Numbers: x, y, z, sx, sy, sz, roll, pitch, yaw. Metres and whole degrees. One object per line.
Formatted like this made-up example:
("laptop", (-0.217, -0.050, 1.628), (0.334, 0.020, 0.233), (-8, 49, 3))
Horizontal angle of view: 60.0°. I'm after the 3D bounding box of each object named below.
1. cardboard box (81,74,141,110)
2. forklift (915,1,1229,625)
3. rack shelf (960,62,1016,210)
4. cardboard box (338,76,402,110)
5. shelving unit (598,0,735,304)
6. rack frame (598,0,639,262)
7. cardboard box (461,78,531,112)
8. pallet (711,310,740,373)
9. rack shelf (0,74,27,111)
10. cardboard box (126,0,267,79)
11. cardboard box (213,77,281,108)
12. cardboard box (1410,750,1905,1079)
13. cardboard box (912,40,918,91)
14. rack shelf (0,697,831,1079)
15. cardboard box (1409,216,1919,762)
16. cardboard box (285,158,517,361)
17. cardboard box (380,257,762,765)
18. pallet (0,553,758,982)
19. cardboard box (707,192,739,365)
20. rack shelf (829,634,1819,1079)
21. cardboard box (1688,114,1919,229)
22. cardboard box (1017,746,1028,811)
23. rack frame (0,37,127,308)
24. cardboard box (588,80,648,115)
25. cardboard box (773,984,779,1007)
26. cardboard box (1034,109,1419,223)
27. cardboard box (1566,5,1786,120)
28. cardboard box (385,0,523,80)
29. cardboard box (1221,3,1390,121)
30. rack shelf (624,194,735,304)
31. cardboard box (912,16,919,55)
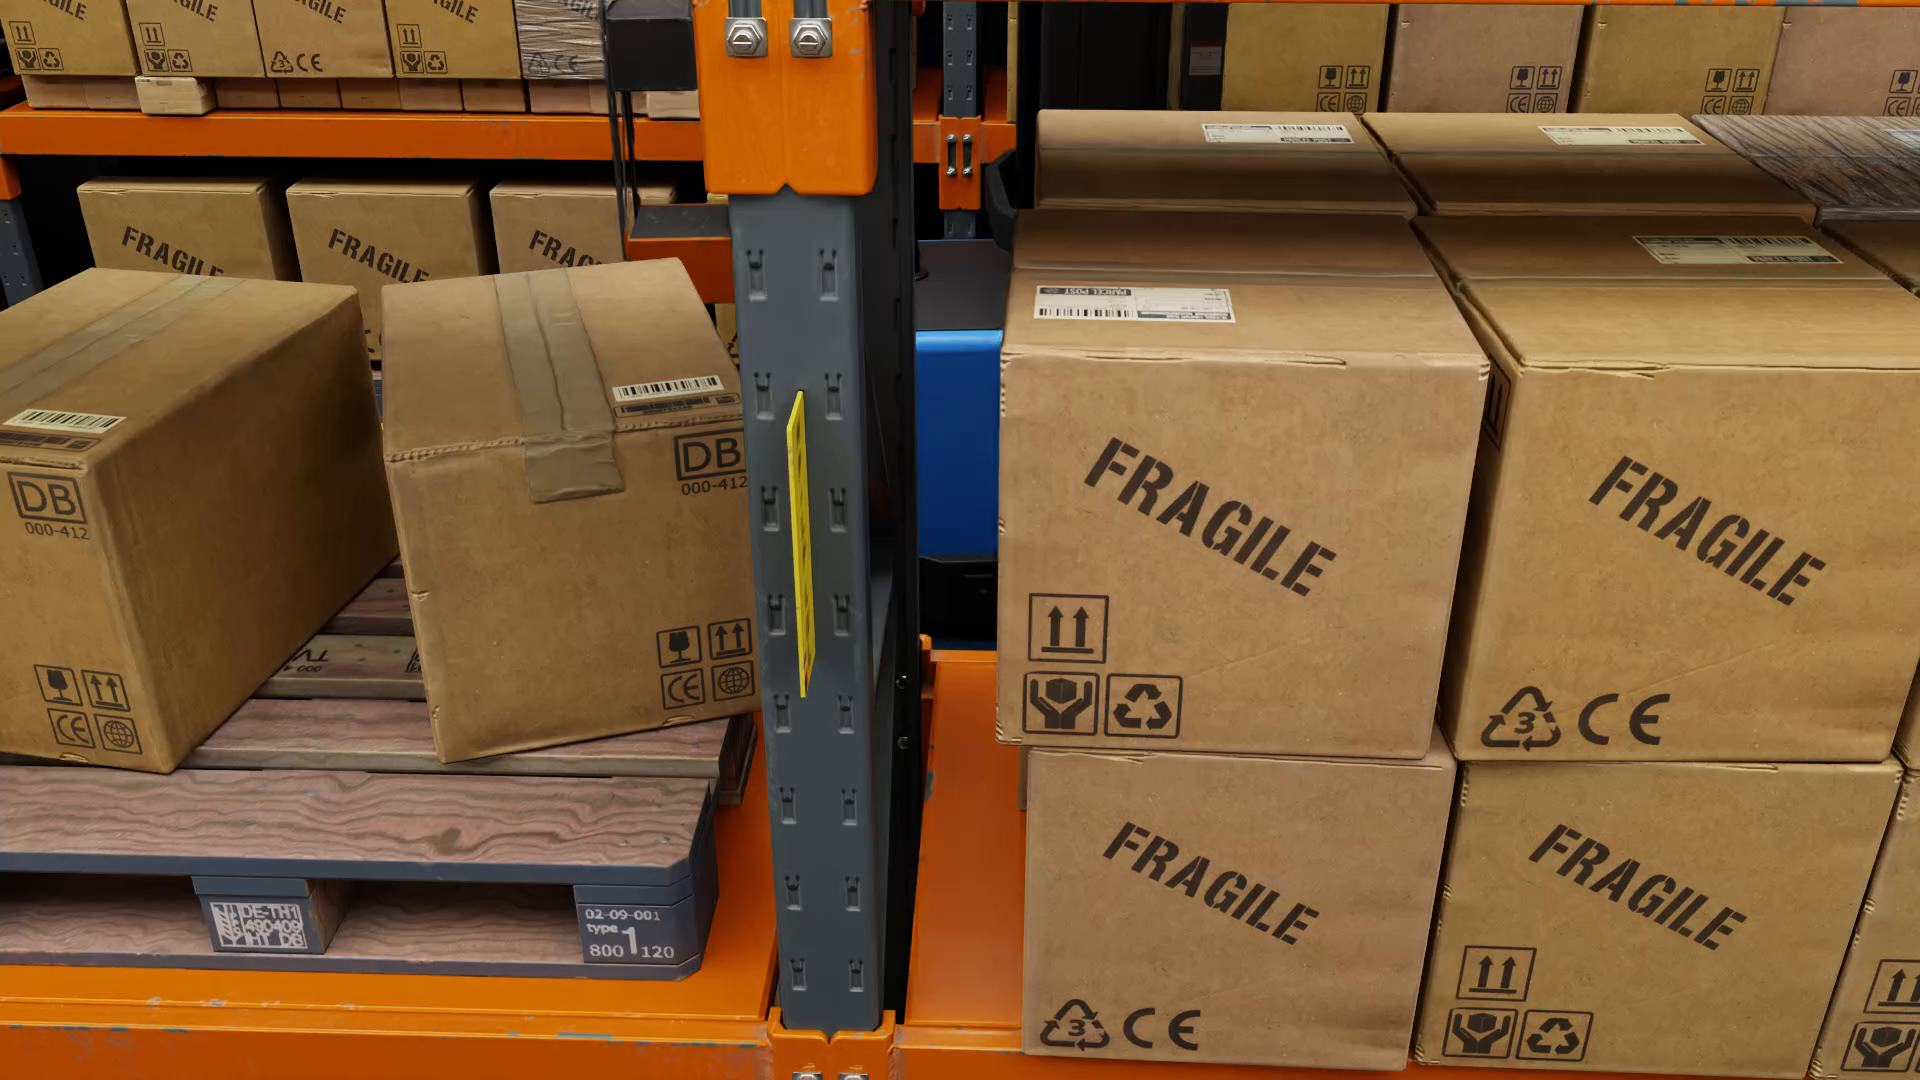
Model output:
("cardboard box", (-3.409, -1.901, 6.880), (0.250, 0.149, 0.380), (1, 28, 2))
("forklift", (0.925, -1.240, 5.459), (3.031, 2.935, 1.130), (-2, 28, -3))
("rack shelf", (2.015, -1.708, 7.037), (4.000, 0.370, 1.077), (1, 28, 2))
("cardboard box", (-2.373, -1.901, 6.880), (0.250, 0.149, 0.380), (1, 28, 3))
("shelving unit", (-0.861, -0.888, 5.682), (0.503, 2.100, 0.431), (-2, 28, -3))
("rack frame", (-1.104, -0.880, 5.669), (0.015, 2.100, 0.400), (-2, 28, -3))
("cardboard box", (-1.864, -1.881, 6.843), (0.250, 0.149, 0.380), (2, 28, 3))
("pallet", (-0.757, -0.804, 7.542), (1.213, 0.211, 1.003), (1, 28, 2))
("rack shelf", (-5.980, -1.840, 7.287), (4.000, 0.370, 1.077), (1, 28, 2))
("cardboard box", (-2.981, -2.169, 6.693), (0.500, 0.500, 0.500), (2, 28, 3))
("cardboard box", (-2.890, -1.910, 6.898), (0.250, 0.149, 0.380), (1, 28, 1))
("cardboard box", (0.857, 0.359, 2.264), (0.500, 0.500, 0.500), (1, 28, 3))
("cardboard box", (-0.311, -2.055, 7.171), (0.250, 0.149, 0.380), (0, 28, 0))
("rack shelf", (-2.153, 0.545, 2.788), (4.000, 0.370, 1.077), (1, 28, 2))
("cardboard box", (0.822, -0.078, 2.021), (0.500, 0.500, 0.500), (0, 28, 0))
("cardboard box", (-2.375, -1.270, 7.289), (0.750, 0.750, 0.750), (1, 28, 2))
("cardboard box", (-0.620, -0.082, 2.648), (0.500, 0.500, 0.700), (-8, 29, -15))
("pallet", (-0.949, 0.280, 2.723), (1.213, 0.211, 1.003), (1, 28, 2))
("cardboard box", (-0.638, -1.245, 7.242), (0.750, 0.750, 0.750), (1, 28, 2))
("rack shelf", (1.844, 0.611, 2.663), (4.000, 0.370, 1.077), (1, 28, 2))
("cardboard box", (1.376, -0.323, 2.483), (0.500, 0.500, 0.500), (1, 28, 2))
("cardboard box", (0.354, 0.104, 2.745), (0.500, 0.500, 0.500), (1, 28, 3))
("rack frame", (-3.981, -2.125, 7.056), (0.127, 3.000, 1.000), (1, 28, 2))
("cardboard box", (-1.350, -1.860, 6.803), (0.250, 0.149, 0.380), (1, 28, 2))
("cardboard box", (-0.629, 1.048, 3.270), (0.500, 0.500, 0.500), (0, 28, -1))
("cardboard box", (0.360, -0.339, 2.512), (0.500, 0.500, 0.500), (1, 28, 2))
("cardboard box", (2.777, -2.136, 6.756), (0.700, 0.700, 0.980), (1, 28, 1))
("cardboard box", (-1.965, -2.155, 6.667), (0.500, 0.500, 0.500), (2, 28, 3))
("cardboard box", (1.287, -2.160, 6.802), (0.700, 0.700, 0.980), (0, 28, 0))
("rack shelf", (-0.861, -0.875, 5.689), (0.480, 0.518, 0.431), (-2, 28, -3))
("cardboard box", (-0.434, -2.369, 7.070), (0.500, 0.500, 0.500), (0, 28, 0))
